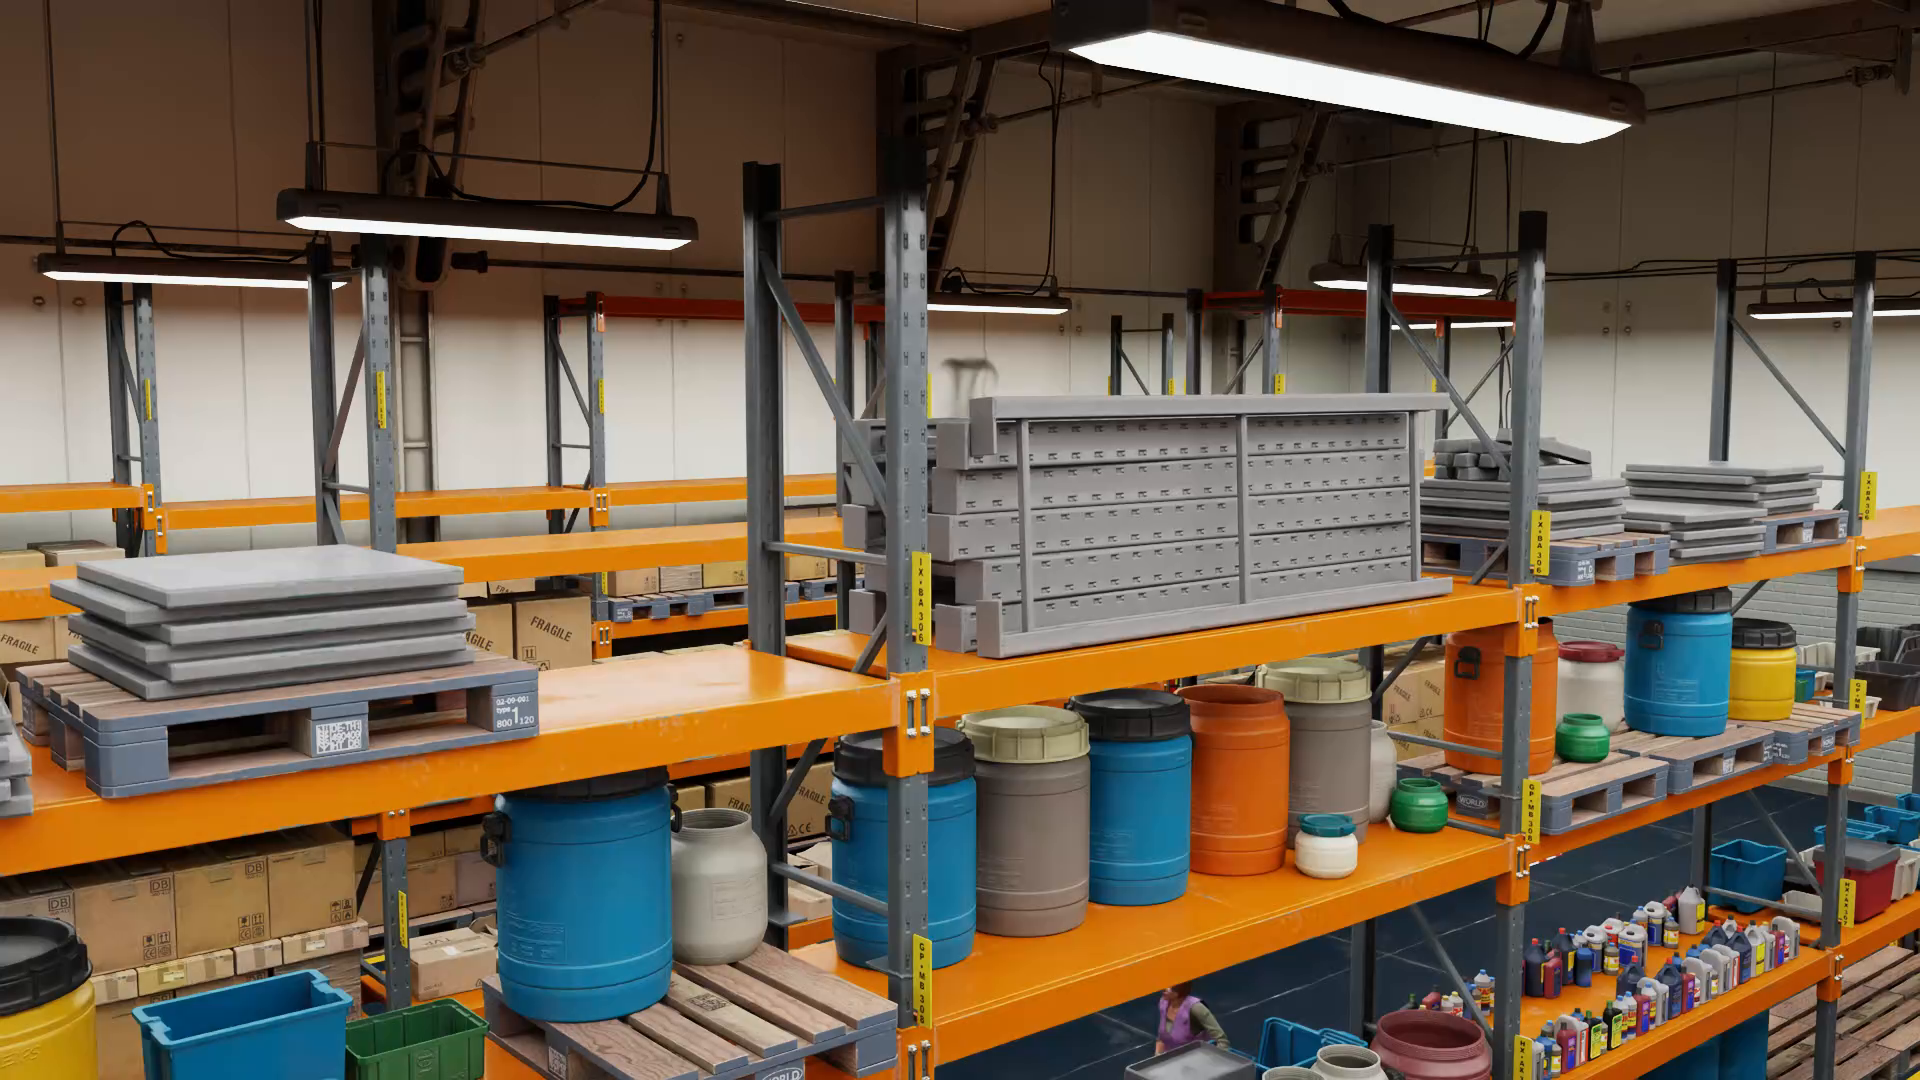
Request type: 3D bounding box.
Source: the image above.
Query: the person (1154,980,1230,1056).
[{"bbox_3d":[1.503,3.411,10.502,0.666,1.560,0.566,-4,7,-38],"label":"person"}]
